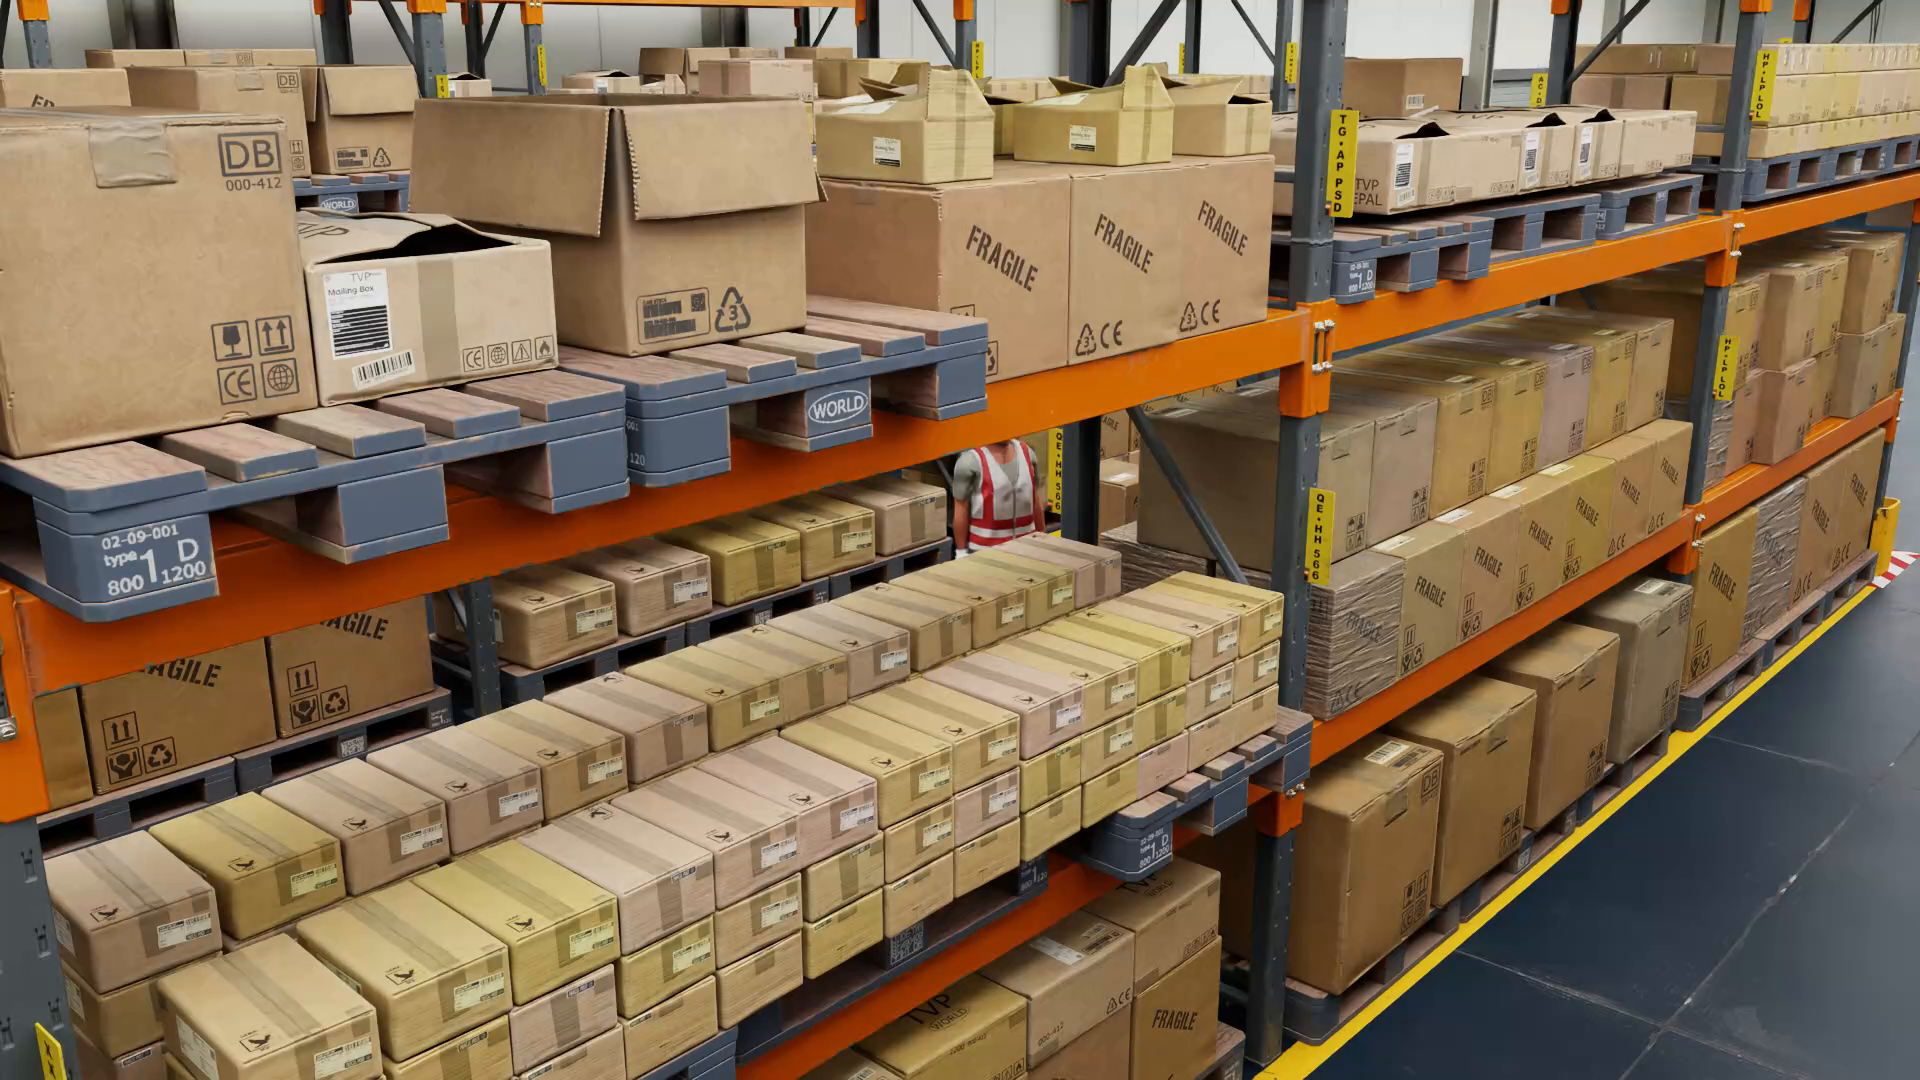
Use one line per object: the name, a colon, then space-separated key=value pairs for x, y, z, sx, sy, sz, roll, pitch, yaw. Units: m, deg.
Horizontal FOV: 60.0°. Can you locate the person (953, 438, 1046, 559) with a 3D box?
person: x=0.278 y=0.103 z=9.212 sx=0.581 sy=1.838 sz=0.480 roll=-8 pitch=19 yaw=-26
